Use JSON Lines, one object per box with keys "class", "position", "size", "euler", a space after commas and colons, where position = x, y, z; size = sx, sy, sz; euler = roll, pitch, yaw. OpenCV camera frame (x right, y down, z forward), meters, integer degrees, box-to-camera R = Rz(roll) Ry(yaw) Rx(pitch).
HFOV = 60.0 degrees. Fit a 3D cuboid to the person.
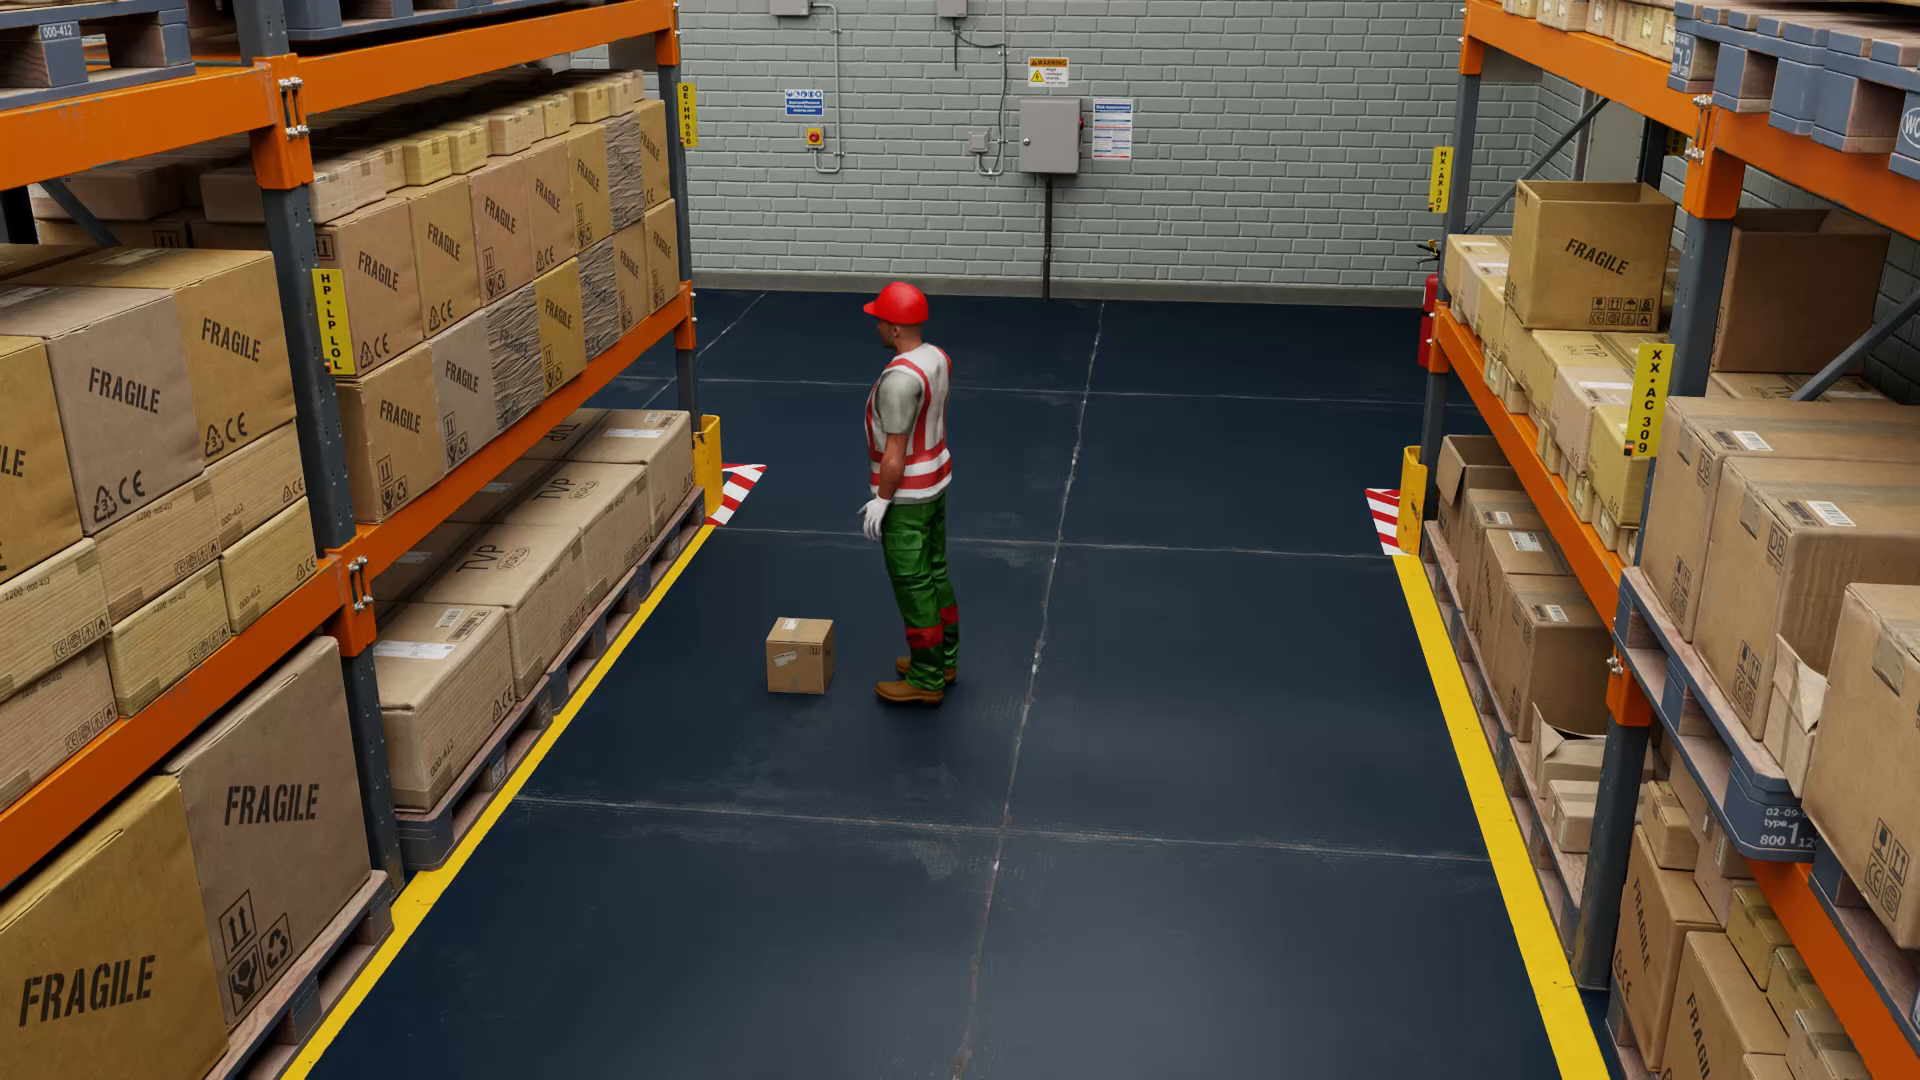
{"class": "person", "position": [-0.217, -0.206, 7.034], "size": [0.381, 1.787, 0.568], "euler": [5, 22, 14]}
